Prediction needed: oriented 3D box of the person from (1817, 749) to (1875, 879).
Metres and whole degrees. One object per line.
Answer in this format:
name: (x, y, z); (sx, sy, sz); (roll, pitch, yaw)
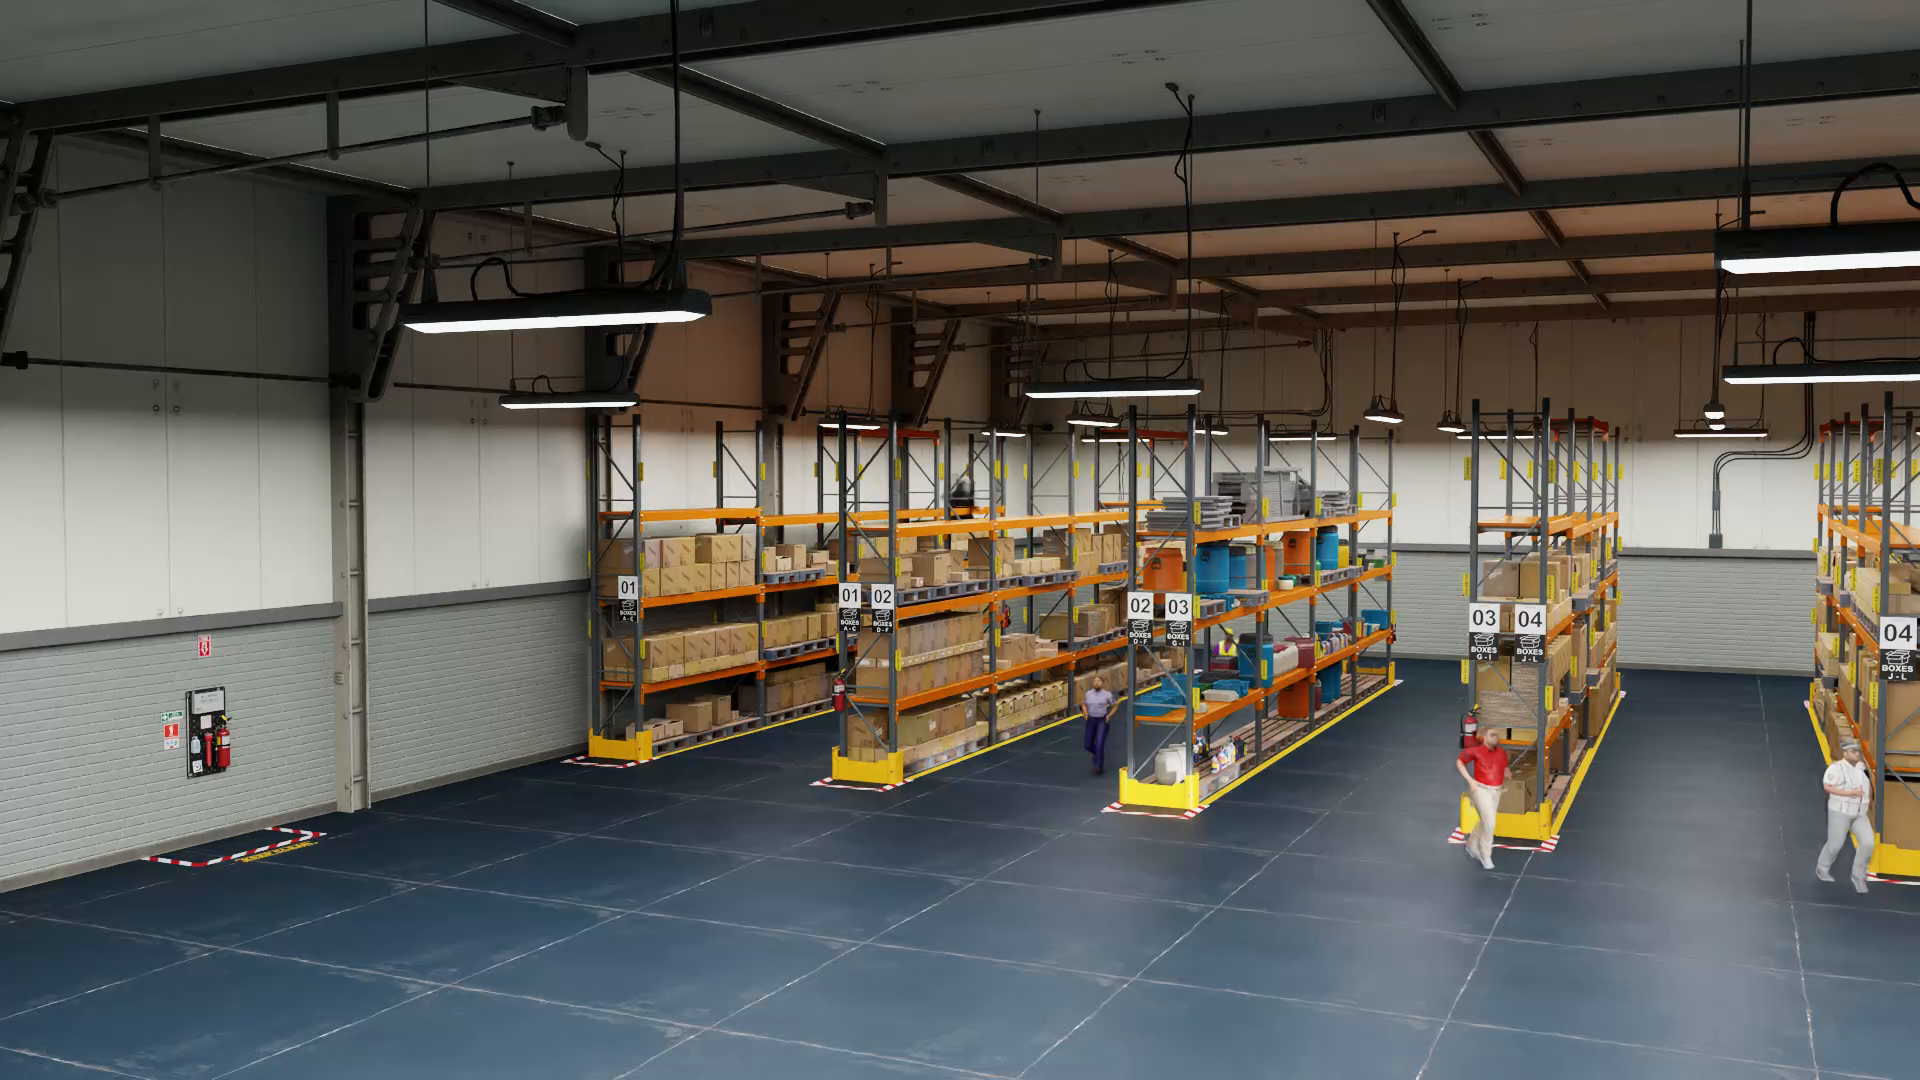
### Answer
person: (10.670, 3.234, 19.967); (0.658, 1.607, 0.685); (0, 2, -9)

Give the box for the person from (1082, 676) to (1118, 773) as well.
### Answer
person: (2.325, 3.060, 27.774); (0.610, 1.596, 0.632); (1, 3, 21)

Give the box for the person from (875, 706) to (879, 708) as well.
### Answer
person: (-1.501, 2.861, 32.414); (0.602, 1.686, 0.944); (1, 2, 19)

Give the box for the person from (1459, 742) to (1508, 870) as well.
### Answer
person: (6.727, 3.374, 21.267); (0.623, 1.591, 0.678); (-1, 3, -26)

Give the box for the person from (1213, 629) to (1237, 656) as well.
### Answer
person: (5.600, 2.713, 34.585); (0.727, 1.756, 0.734); (1, 3, 24)
